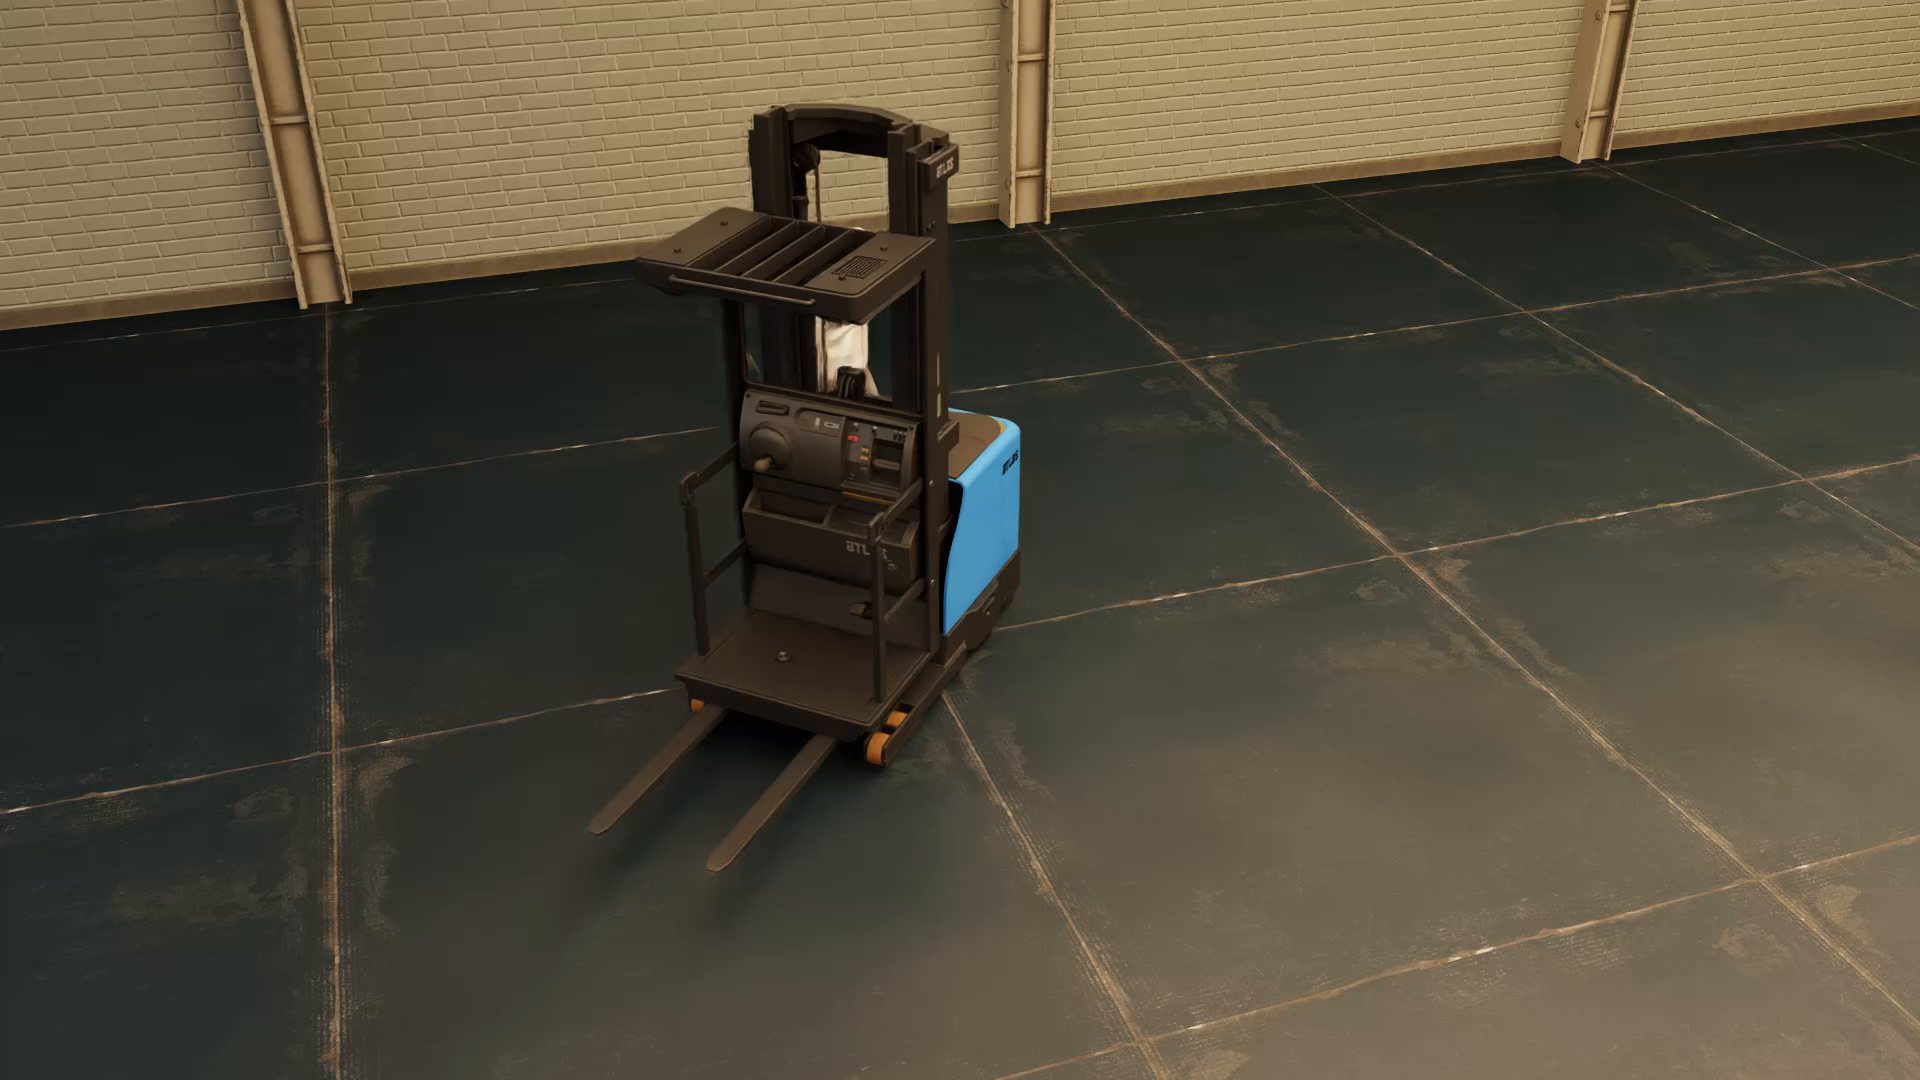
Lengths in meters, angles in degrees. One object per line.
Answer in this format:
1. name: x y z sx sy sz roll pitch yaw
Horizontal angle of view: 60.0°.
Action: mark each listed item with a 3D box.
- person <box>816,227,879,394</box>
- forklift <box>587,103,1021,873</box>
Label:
1. person: -0.694 -1.064 10.144 0.459 1.745 0.853 8 31 13
2. forklift: -0.723 -0.413 7.804 1.130 2.935 3.031 13 32 21
